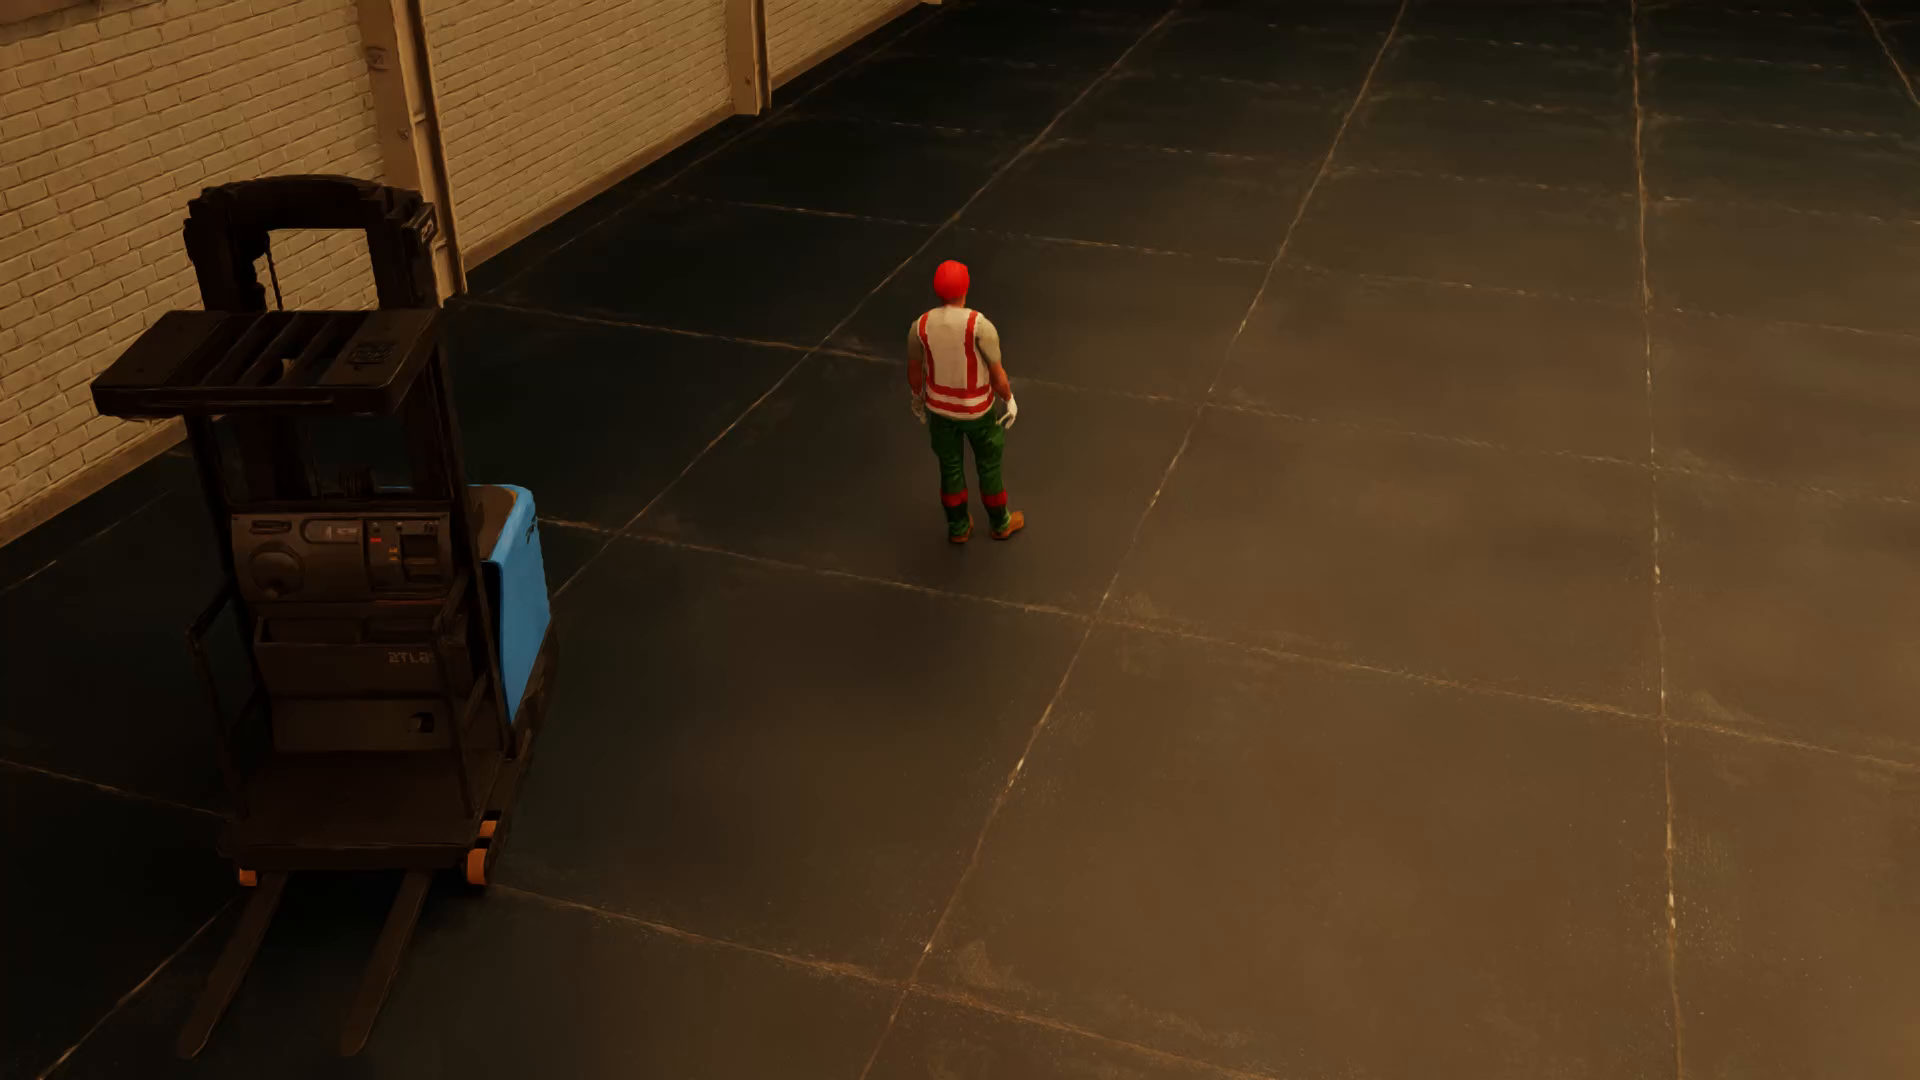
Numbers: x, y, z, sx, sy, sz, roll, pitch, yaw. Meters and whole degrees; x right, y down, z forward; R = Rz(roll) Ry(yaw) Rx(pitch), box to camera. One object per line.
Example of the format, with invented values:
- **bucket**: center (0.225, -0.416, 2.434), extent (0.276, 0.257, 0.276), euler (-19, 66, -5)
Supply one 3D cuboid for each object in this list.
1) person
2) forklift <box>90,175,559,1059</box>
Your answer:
- **person**: center (0.037, -0.819, 9.713), extent (0.637, 1.787, 0.563), euler (10, 31, 16)
- **forklift**: center (-2.637, 0.110, 6.943), extent (1.130, 2.935, 3.031), euler (-1, 30, -1)
